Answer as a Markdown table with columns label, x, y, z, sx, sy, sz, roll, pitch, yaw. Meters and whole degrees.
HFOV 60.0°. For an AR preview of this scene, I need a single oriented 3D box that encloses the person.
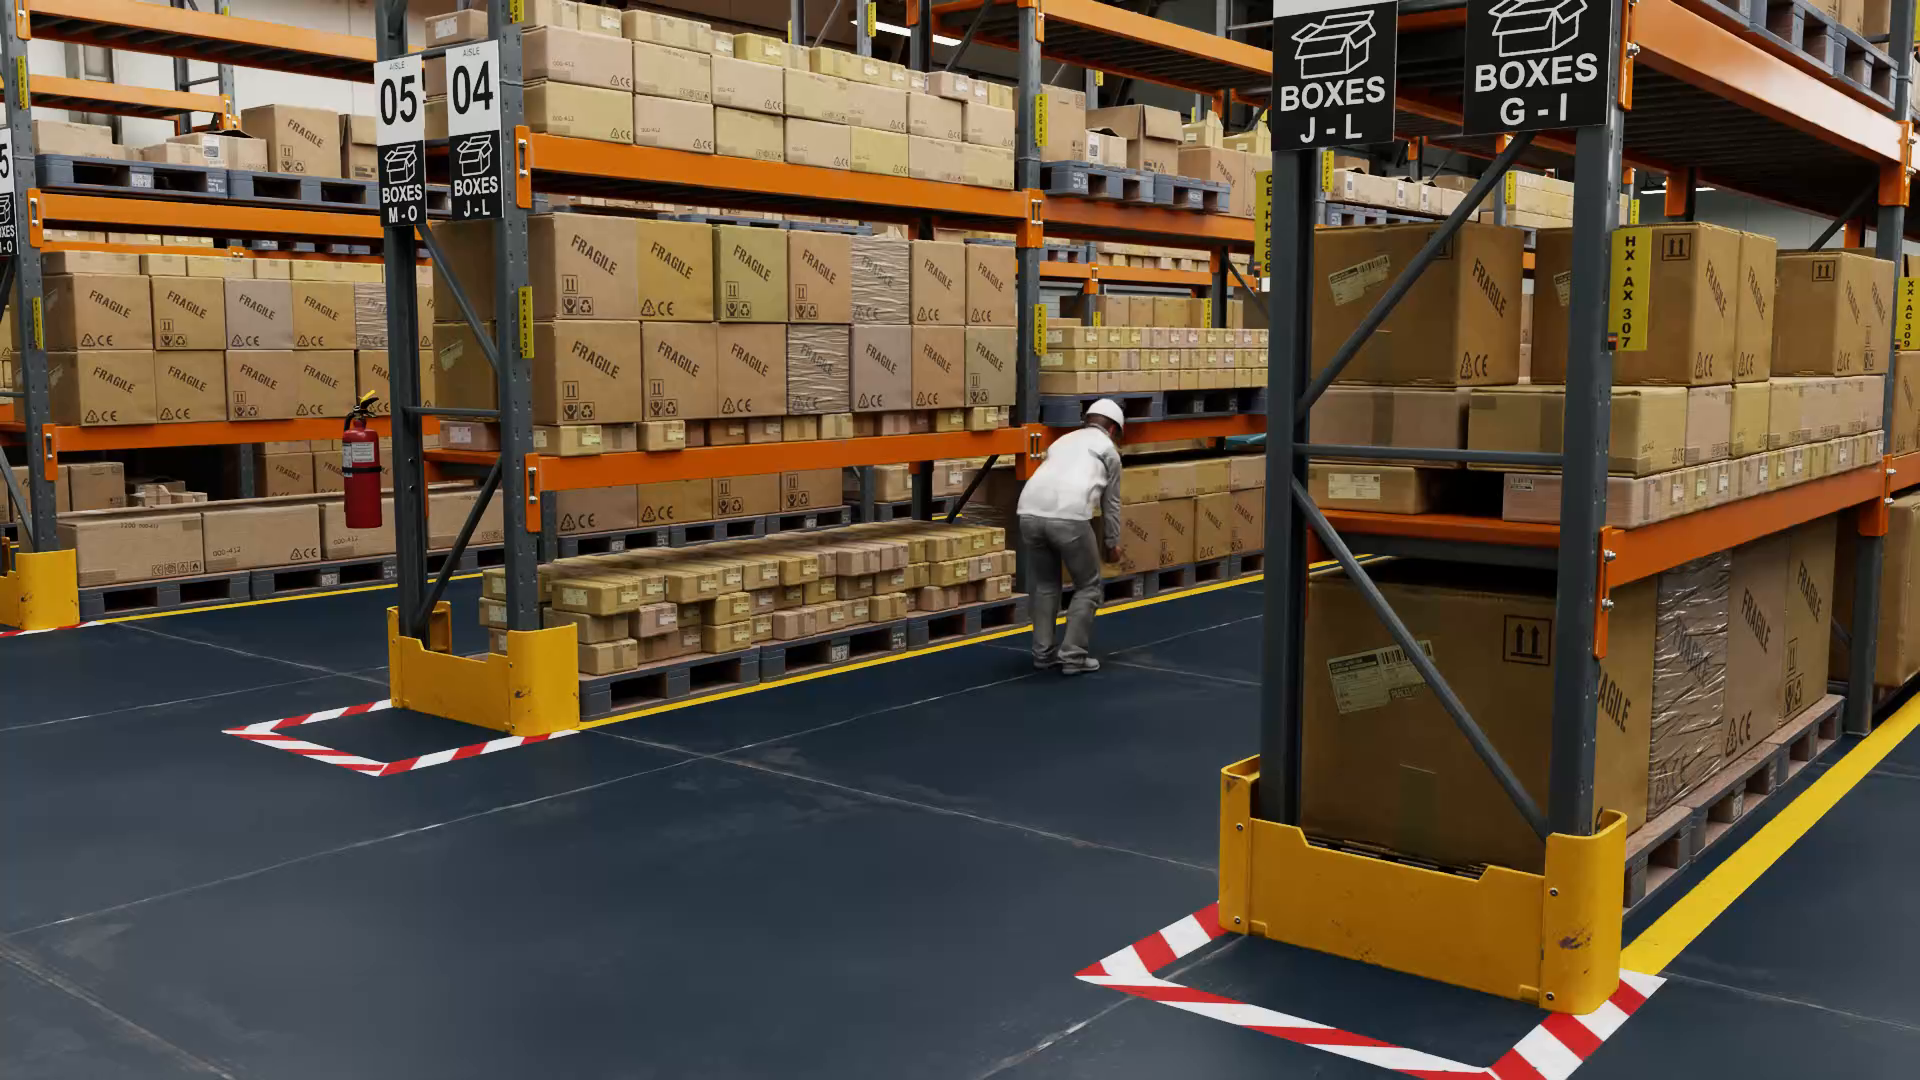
| label | x | y | z | sx | sy | sz | roll | pitch | yaw |
| --- | --- | --- | --- | --- | --- | --- | --- | --- | --- |
| person | 0.672 | -0.037 | 9.521 | 0.474 | 1.527 | 0.840 | 5 | 8 | 37 |
